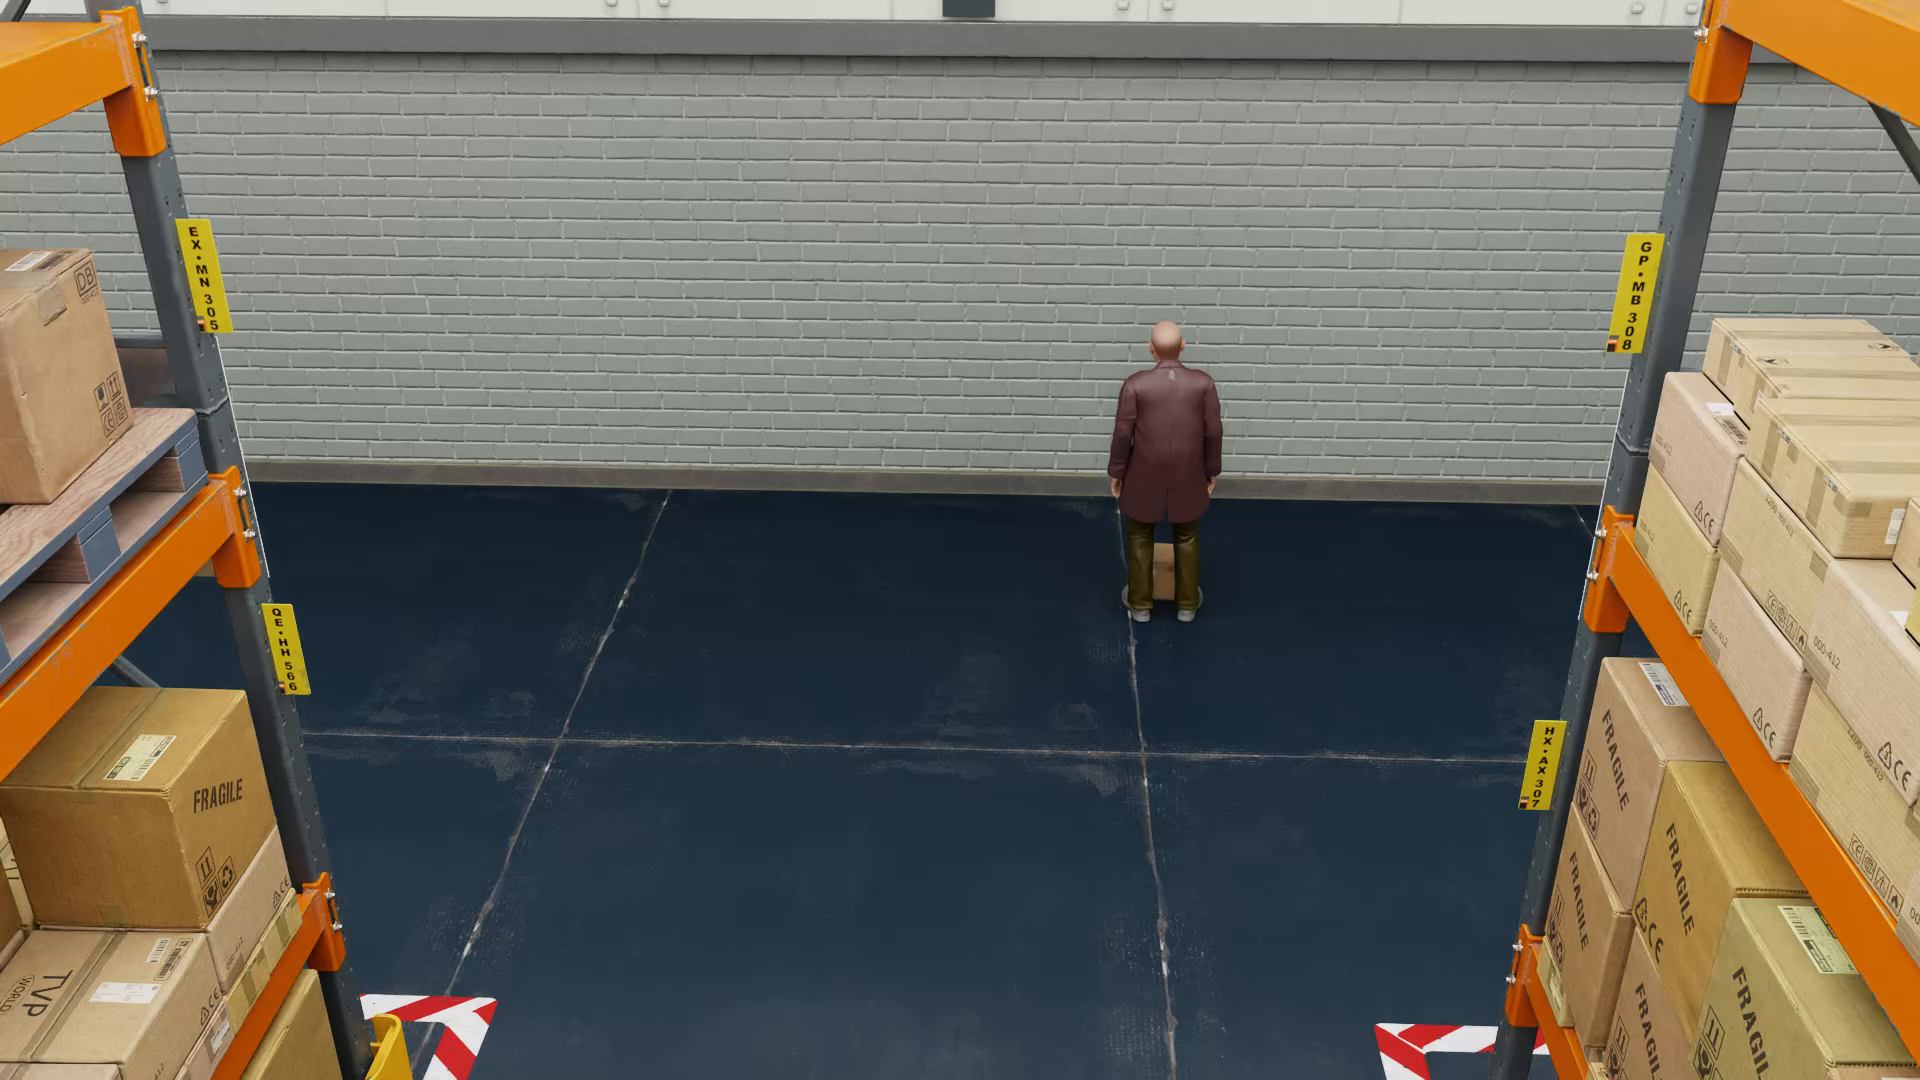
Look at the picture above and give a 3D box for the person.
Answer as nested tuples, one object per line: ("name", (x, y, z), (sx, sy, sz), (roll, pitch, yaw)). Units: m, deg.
("person", (1.147, -0.372, 9.351), (0.644, 1.772, 0.429), (0, 28, -1))
